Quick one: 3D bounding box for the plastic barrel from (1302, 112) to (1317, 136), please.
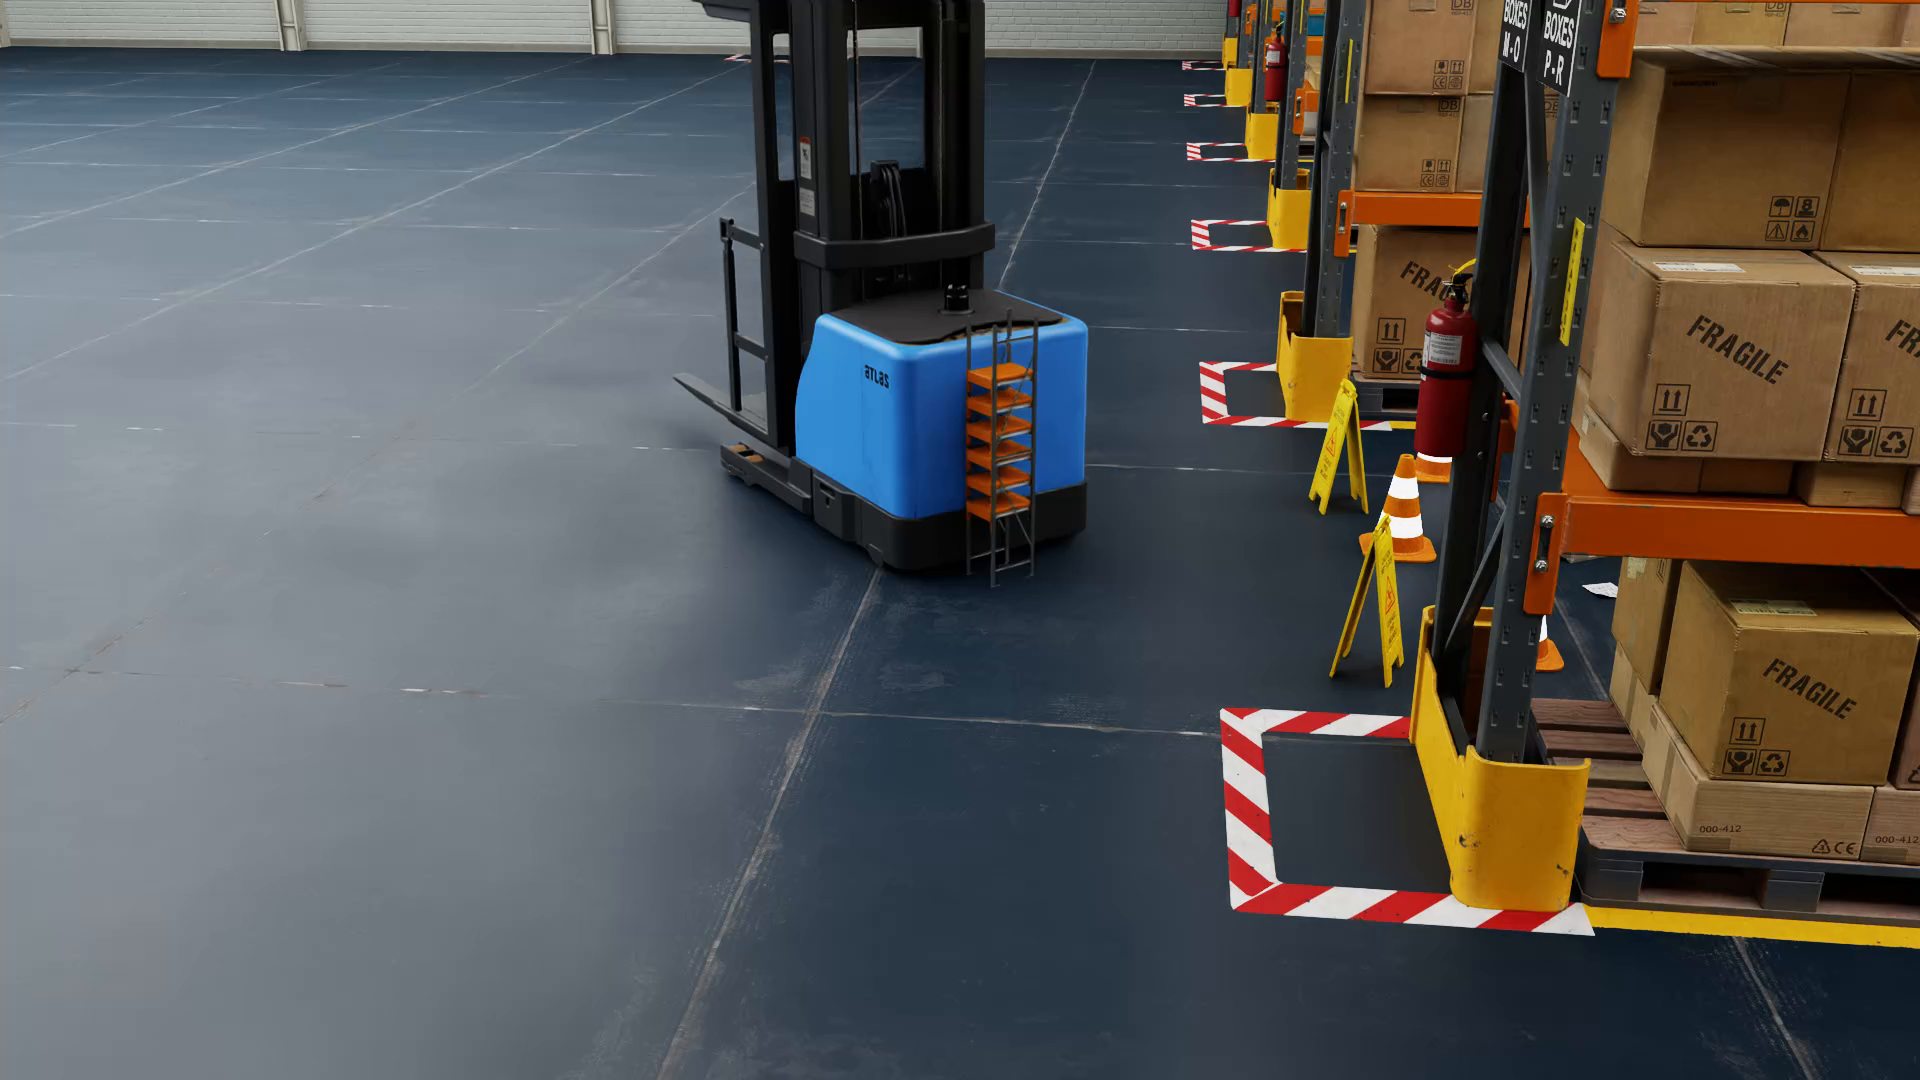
[{"bbox_3d":[4.098,-4.944,19.179,0.421,0.512,0.421,0,22,0],"label":"plastic barrel"}]

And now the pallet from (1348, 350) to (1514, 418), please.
[{"bbox_3d":[2.972,-0.989,10.154,1.213,0.211,1.003,2,22,6],"label":"pallet"}]

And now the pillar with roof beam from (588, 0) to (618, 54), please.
[{"bbox_3d":[-7.025,-11.546,24.906,0.400,9.000,9.100,2,22,6],"label":"pillar with roof beam"}]

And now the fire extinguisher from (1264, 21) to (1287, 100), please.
[{"bbox_3d":[2.793,-4.235,14.678,0.183,0.674,0.296,2,22,6],"label":"fire extinguisher"}]

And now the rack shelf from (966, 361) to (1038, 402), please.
[{"bbox_3d":[0.181,-0.688,7.189,0.258,0.103,0.180,-15,26,-33],"label":"rack shelf"}]

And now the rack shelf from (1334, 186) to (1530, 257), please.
[{"bbox_3d":[4.155,-1.871,9.570,4.000,0.370,1.077,2,22,6],"label":"rack shelf"}]

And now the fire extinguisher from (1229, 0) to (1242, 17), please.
[{"bbox_3d":[3.959,-7.854,23.830,0.183,0.674,0.296,2,22,6],"label":"fire extinguisher"}]

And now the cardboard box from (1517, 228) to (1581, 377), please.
[{"bbox_3d":[3.724,-1.456,9.862,0.875,0.875,0.875,2,22,5],"label":"cardboard box"}]

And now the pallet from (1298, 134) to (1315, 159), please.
[{"bbox_3d":[4.323,-4.586,19.254,1.213,0.211,1.003,2,22,6],"label":"pallet"}]

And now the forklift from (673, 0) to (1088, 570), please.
[{"bbox_3d":[-0.606,-1.721,8.307,1.130,2.935,3.031,-13,25,-29],"label":"forklift"}]

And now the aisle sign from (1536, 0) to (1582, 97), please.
[{"bbox_3d":[1.588,-1.578,4.316,0.004,0.787,0.394,2,22,6],"label":"aisle sign"}]

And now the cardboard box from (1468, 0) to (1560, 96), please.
[{"bbox_3d":[3.089,-2.843,9.379,0.550,0.550,0.875,2,22,6],"label":"cardboard box"}]

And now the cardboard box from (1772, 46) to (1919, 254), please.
[{"bbox_3d":[2.721,-1.163,4.900,0.500,0.500,0.700,3,22,7],"label":"cardboard box"}]

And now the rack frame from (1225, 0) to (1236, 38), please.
[{"bbox_3d":[4.601,-9.524,27.949,0.127,3.000,1.000,2,22,6],"label":"rack frame"}]

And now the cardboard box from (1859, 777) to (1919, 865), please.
[{"bbox_3d":[2.961,0.764,5.096,0.500,0.250,0.500,3,22,8],"label":"cardboard box"}]

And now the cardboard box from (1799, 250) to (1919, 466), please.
[{"bbox_3d":[2.639,-0.522,4.639,0.500,0.500,0.500,3,22,8],"label":"cardboard box"}]

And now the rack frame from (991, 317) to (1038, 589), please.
[{"bbox_3d":[0.235,-0.367,7.236,0.240,1.200,0.006,-15,26,-33],"label":"rack frame"}]

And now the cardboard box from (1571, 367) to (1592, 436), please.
[{"bbox_3d":[2.083,-0.425,5.277,0.250,0.149,0.380,3,22,8],"label":"cardboard box"}]

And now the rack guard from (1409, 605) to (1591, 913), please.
[{"bbox_3d":[1.762,0.686,5.525,0.348,0.500,1.175,2,22,6],"label":"rack guard"}]

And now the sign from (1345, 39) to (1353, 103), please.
[{"bbox_3d":[2.097,-2.529,8.971,0.005,0.325,0.100,2,22,6],"label":"sign"}]

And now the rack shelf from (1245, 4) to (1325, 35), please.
[{"bbox_3d":[6.008,-7.294,23.287,4.000,0.370,1.077,2,22,6],"label":"rack shelf"}]

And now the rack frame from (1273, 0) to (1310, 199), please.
[{"bbox_3d":[2.853,-4.098,14.226,0.127,3.000,1.000,2,22,6],"label":"rack frame"}]

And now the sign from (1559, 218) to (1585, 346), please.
[{"bbox_3d":[1.623,-0.684,4.414,0.005,0.325,0.100,2,22,6],"label":"sign"}]

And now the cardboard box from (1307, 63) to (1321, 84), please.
[{"bbox_3d":[3.160,-4.044,14.431,0.250,0.149,0.380,2,22,6],"label":"cardboard box"}]

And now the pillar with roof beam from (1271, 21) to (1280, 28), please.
[{"bbox_3d":[4.892,-11.027,23.593,0.400,9.000,9.100,2,22,6],"label":"pillar with roof beam"}]

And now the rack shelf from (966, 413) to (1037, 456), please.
[{"bbox_3d":[0.181,-0.464,7.277,0.258,0.103,0.180,-15,26,-33],"label":"rack shelf"}]

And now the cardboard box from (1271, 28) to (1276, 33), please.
[{"bbox_3d":[4.590,-7.066,23.880,0.500,0.500,0.500,2,22,6],"label":"cardboard box"}]

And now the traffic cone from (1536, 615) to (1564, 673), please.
[{"bbox_3d":[2.265,0.247,6.685,0.334,0.463,0.336,2,22,6],"label":"traffic cone"}]

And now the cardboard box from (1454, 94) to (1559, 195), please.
[{"bbox_3d":[3.091,-2.346,9.590,0.550,0.550,0.875,2,22,6],"label":"cardboard box"}]

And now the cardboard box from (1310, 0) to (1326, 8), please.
[{"bbox_3d":[5.006,-7.715,23.240,0.500,0.500,0.700,3,22,8],"label":"cardboard box"}]

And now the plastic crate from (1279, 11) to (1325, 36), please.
[{"bbox_3d":[3.968,-5.925,19.049,0.616,0.251,0.499,2,22,6],"label":"plastic crate"}]

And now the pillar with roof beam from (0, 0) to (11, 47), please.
[{"bbox_3d":[-18.942,-12.066,26.219,0.400,9.000,9.100,2,22,6],"label":"pillar with roof beam"}]

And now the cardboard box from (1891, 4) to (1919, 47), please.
[{"bbox_3d":[5.218,-2.700,9.017,0.550,0.550,0.875,2,22,6],"label":"cardboard box"}]

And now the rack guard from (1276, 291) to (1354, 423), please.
[{"bbox_3d":[2.145,-1.130,10.119,0.348,0.500,1.175,2,22,6],"label":"rack guard"}]

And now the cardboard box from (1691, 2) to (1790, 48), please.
[{"bbox_3d":[4.171,-2.794,9.254,0.500,0.550,0.875,2,22,6],"label":"cardboard box"}]

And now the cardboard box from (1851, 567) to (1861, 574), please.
[{"bbox_3d":[3.031,0.216,5.464,0.500,0.500,0.500,3,22,8],"label":"cardboard box"}]

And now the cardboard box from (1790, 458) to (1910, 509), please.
[{"bbox_3d":[2.506,-0.226,4.773,0.250,0.149,0.380,2,22,5],"label":"cardboard box"}]

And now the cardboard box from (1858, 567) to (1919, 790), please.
[{"bbox_3d":[2.998,0.412,4.965,0.500,0.500,0.500,2,22,4],"label":"cardboard box"}]

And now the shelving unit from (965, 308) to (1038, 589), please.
[{"bbox_3d":[0.181,-0.394,7.305,0.258,1.200,0.189,-15,26,-33],"label":"shelving unit"}]

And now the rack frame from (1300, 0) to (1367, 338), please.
[{"bbox_3d":[2.168,-2.292,9.656,0.127,3.000,1.000,2,22,6],"label":"rack frame"}]

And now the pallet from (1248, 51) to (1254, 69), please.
[{"bbox_3d":[5.479,-8.175,28.332,1.213,0.211,1.003,2,22,6],"label":"pallet"}]

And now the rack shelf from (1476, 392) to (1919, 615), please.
[{"bbox_3d":[3.672,-0.059,4.987,4.000,0.370,1.077,2,22,6],"label":"rack shelf"}]

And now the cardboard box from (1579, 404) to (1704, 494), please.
[{"bbox_3d":[1.999,-0.273,4.892,0.250,0.149,0.380,3,22,7],"label":"cardboard box"}]

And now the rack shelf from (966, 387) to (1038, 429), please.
[{"bbox_3d":[0.181,-0.576,7.233,0.258,0.103,0.180,-15,26,-33],"label":"rack shelf"}]

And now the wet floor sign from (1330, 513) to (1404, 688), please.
[{"bbox_3d":[1.624,0.216,6.516,0.232,0.644,0.267,11,24,25],"label":"wet floor sign"}]

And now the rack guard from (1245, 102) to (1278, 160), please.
[{"bbox_3d":[3.516,-4.758,19.295,0.348,0.500,1.175,2,22,6],"label":"rack guard"}]
